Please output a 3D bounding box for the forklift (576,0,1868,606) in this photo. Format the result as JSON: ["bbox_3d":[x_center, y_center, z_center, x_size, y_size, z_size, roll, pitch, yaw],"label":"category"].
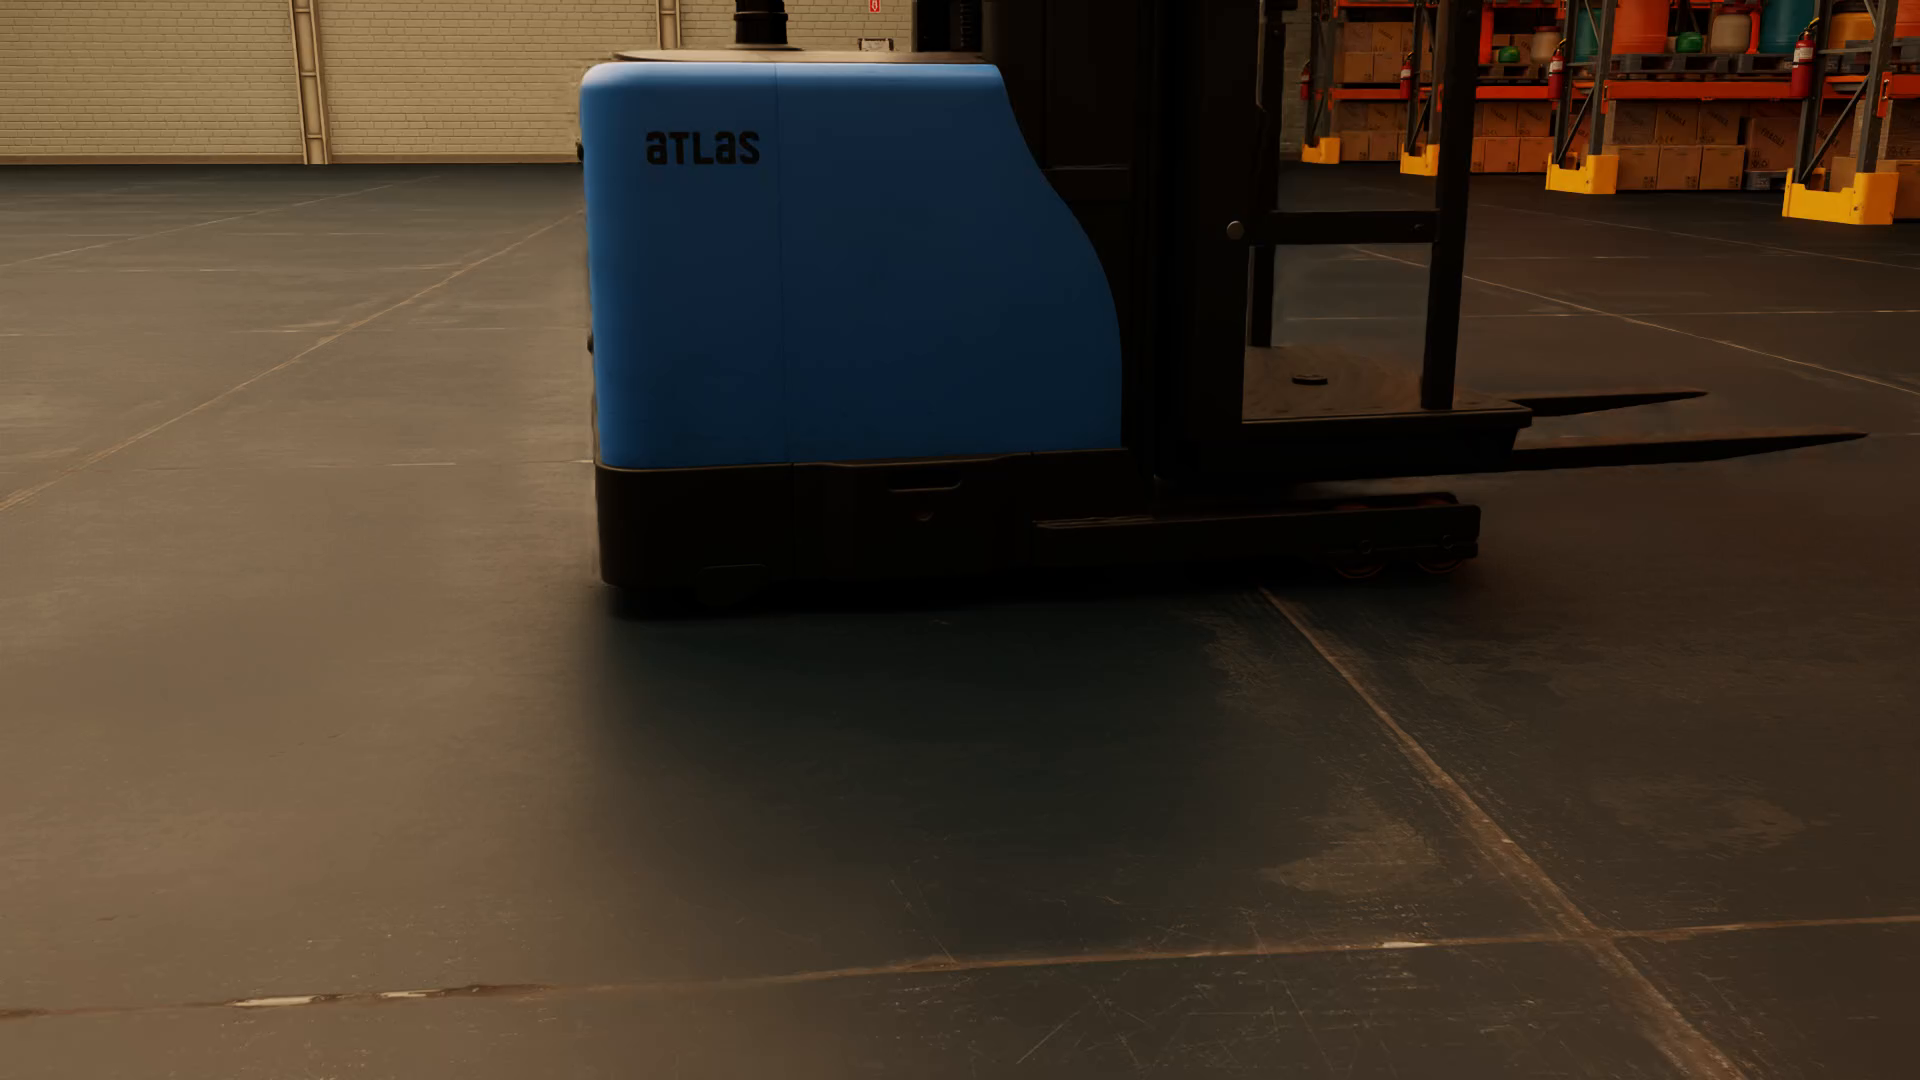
[{"bbox_3d":[0.662,-1.459,3.721,3.031,2.935,1.130,-3,15,-12],"label":"forklift"}]
